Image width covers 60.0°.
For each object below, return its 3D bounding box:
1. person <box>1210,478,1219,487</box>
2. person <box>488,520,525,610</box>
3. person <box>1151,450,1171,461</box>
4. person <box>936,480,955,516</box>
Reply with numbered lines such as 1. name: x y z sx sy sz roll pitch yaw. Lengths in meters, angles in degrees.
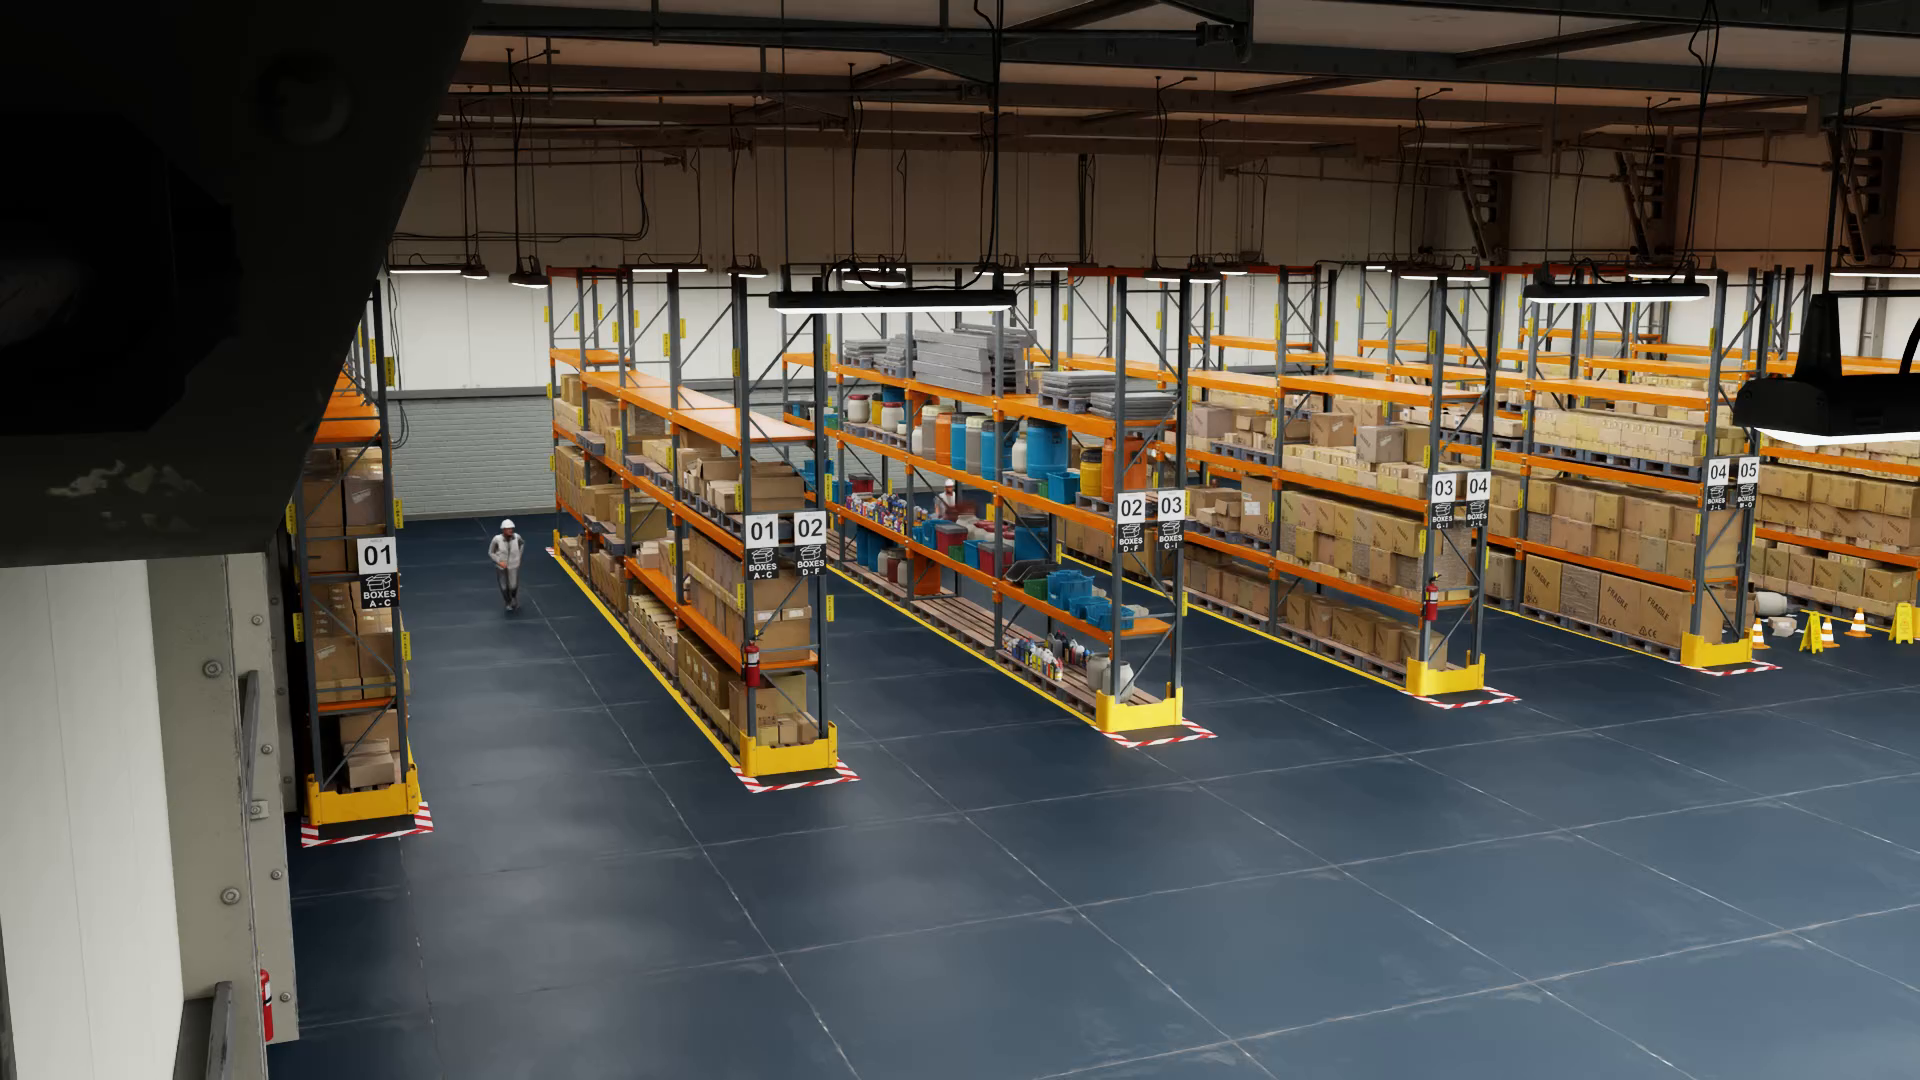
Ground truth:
1. person: 5.339 -0.518 34.893 0.438 1.595 1.033 -4 11 -23
2. person: -7.965 0.441 29.282 0.602 1.678 0.721 -2 10 -10
3. person: 5.077 -1.802 42.189 0.510 1.592 1.060 3 10 18
4. person: -0.223 -0.365 33.610 0.591 1.724 1.068 -3 10 -18
